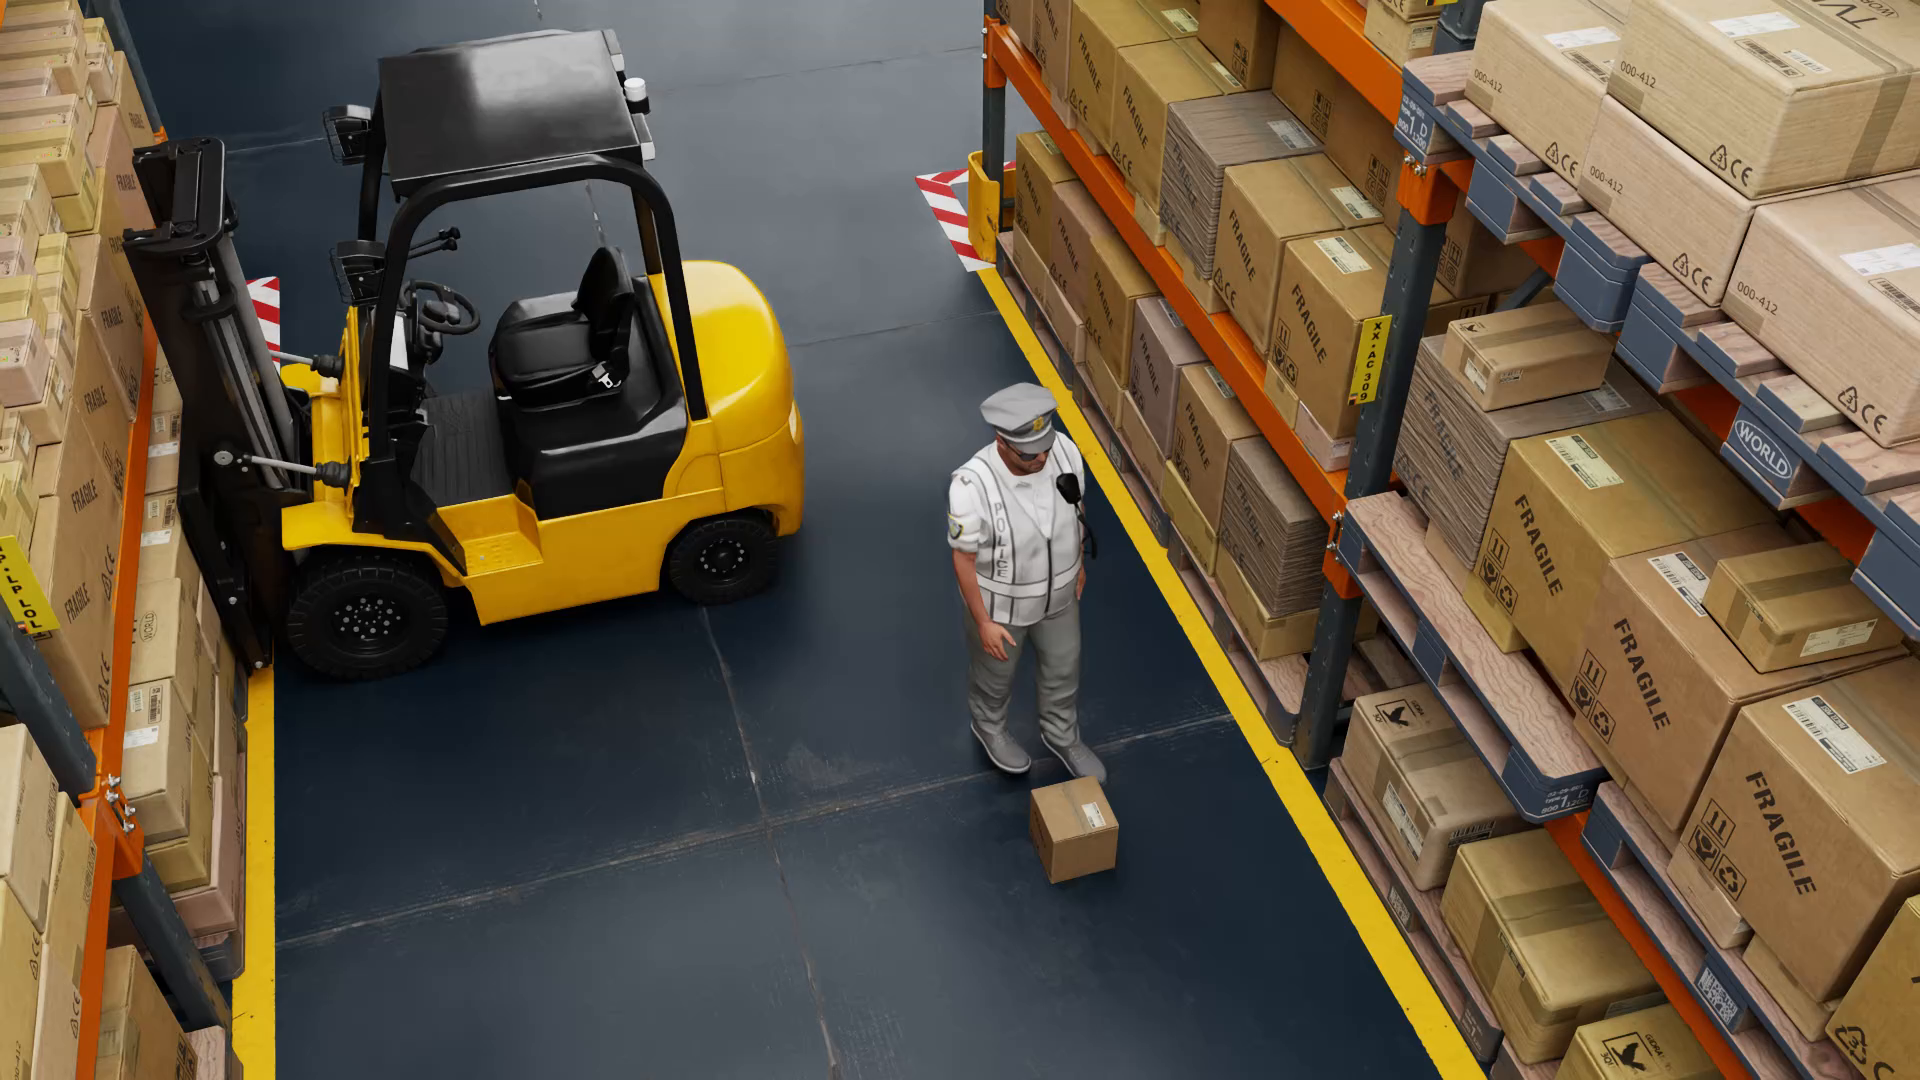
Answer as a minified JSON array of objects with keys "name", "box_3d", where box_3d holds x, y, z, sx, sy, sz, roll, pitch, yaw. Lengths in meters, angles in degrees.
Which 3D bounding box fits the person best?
[{"name":"person","box_3d":[0.252,0.219,5.916,0.559,1.781,0.517,-22,46,-22]}]
